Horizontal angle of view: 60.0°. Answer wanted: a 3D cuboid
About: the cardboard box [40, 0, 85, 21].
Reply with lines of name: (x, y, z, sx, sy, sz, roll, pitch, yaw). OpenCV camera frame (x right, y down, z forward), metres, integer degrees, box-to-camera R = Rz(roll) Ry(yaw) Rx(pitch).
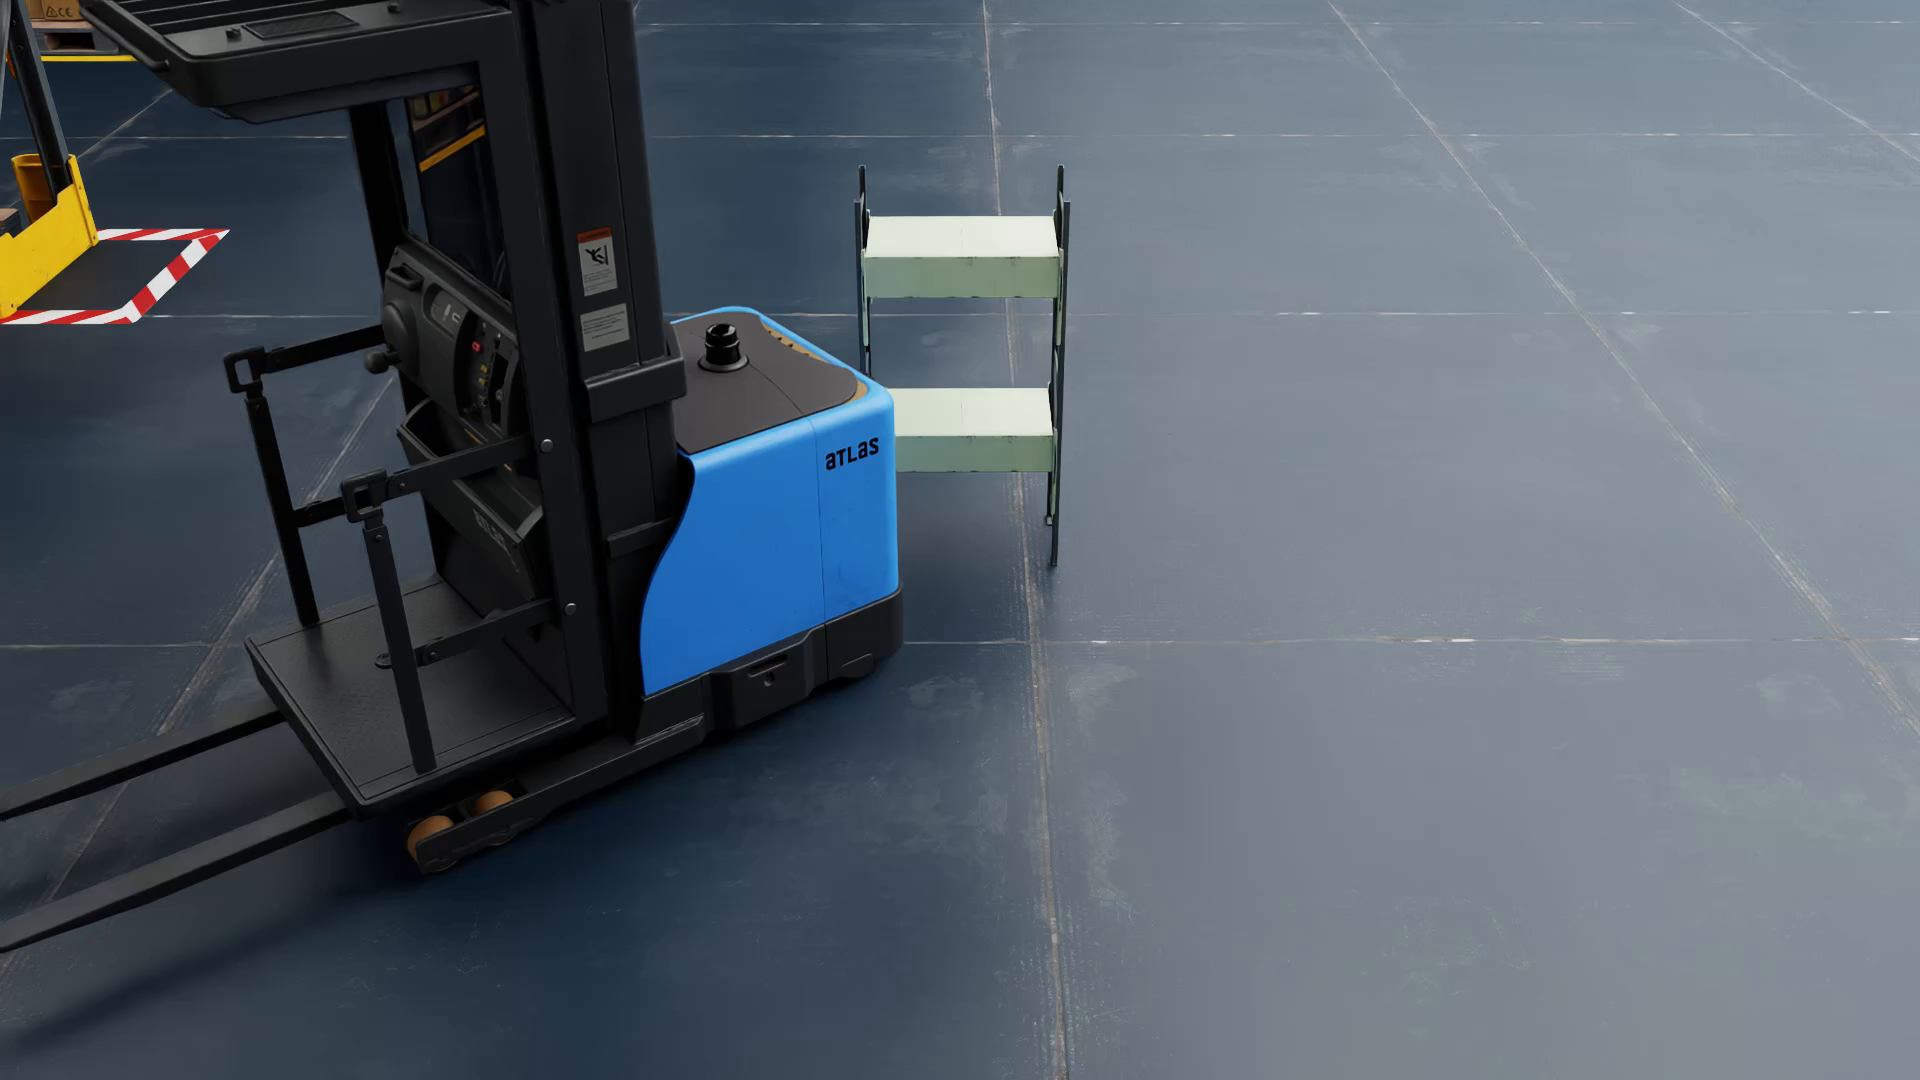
cardboard box: (-6.933, -4.425, 13.156, 0.500, 0.500, 0.500, 3, 31, 4)

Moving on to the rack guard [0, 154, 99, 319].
rack guard: (-5.131, -1.657, 8.999, 0.348, 0.500, 1.175, 0, 31, 0)

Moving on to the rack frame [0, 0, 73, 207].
rack frame: (-5.055, -2.750, 8.391, 0.127, 3.000, 1.000, 0, 31, 0)

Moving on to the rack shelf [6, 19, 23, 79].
rack shelf: (-7.055, -2.436, 8.567, 4.000, 0.370, 1.077, 0, 31, 0)

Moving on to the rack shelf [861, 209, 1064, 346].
rack shelf: (0.007, -0.975, 6.159, 0.720, 0.370, 0.431, 0, 31, 0)

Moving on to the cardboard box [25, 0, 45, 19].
cardboard box: (-7.492, -4.446, 13.192, 0.500, 0.500, 0.500, -3, 31, -5)

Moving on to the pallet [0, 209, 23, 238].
pallet: (-5.943, -1.533, 9.074, 1.213, 0.211, 1.003, 0, 31, 0)

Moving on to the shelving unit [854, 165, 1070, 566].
shelving unit: (0.007, -0.641, 6.361, 0.755, 1.500, 0.431, 0, 31, 0)

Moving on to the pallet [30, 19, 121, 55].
pallet: (-7.191, -4.140, 13.370, 1.213, 0.211, 1.003, 0, 31, 0)

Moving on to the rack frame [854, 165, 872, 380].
rack frame: (-0.359, -0.640, 6.359, 0.023, 1.500, 0.400, 0, 31, 0)

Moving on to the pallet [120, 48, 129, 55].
pallet: (-5.974, -4.143, 13.374, 1.213, 0.211, 1.003, 0, 31, 0)

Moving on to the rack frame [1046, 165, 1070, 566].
rack frame: (0.373, -0.642, 6.363, 0.023, 1.500, 0.400, 0, 31, 0)

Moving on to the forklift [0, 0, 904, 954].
forklift: (-1.679, -0.552, 4.834, 3.031, 2.935, 1.130, -22, 38, -32)

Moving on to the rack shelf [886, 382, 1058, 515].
rack shelf: (0.007, -0.363, 6.530, 0.720, 0.370, 0.431, 0, 31, 0)
